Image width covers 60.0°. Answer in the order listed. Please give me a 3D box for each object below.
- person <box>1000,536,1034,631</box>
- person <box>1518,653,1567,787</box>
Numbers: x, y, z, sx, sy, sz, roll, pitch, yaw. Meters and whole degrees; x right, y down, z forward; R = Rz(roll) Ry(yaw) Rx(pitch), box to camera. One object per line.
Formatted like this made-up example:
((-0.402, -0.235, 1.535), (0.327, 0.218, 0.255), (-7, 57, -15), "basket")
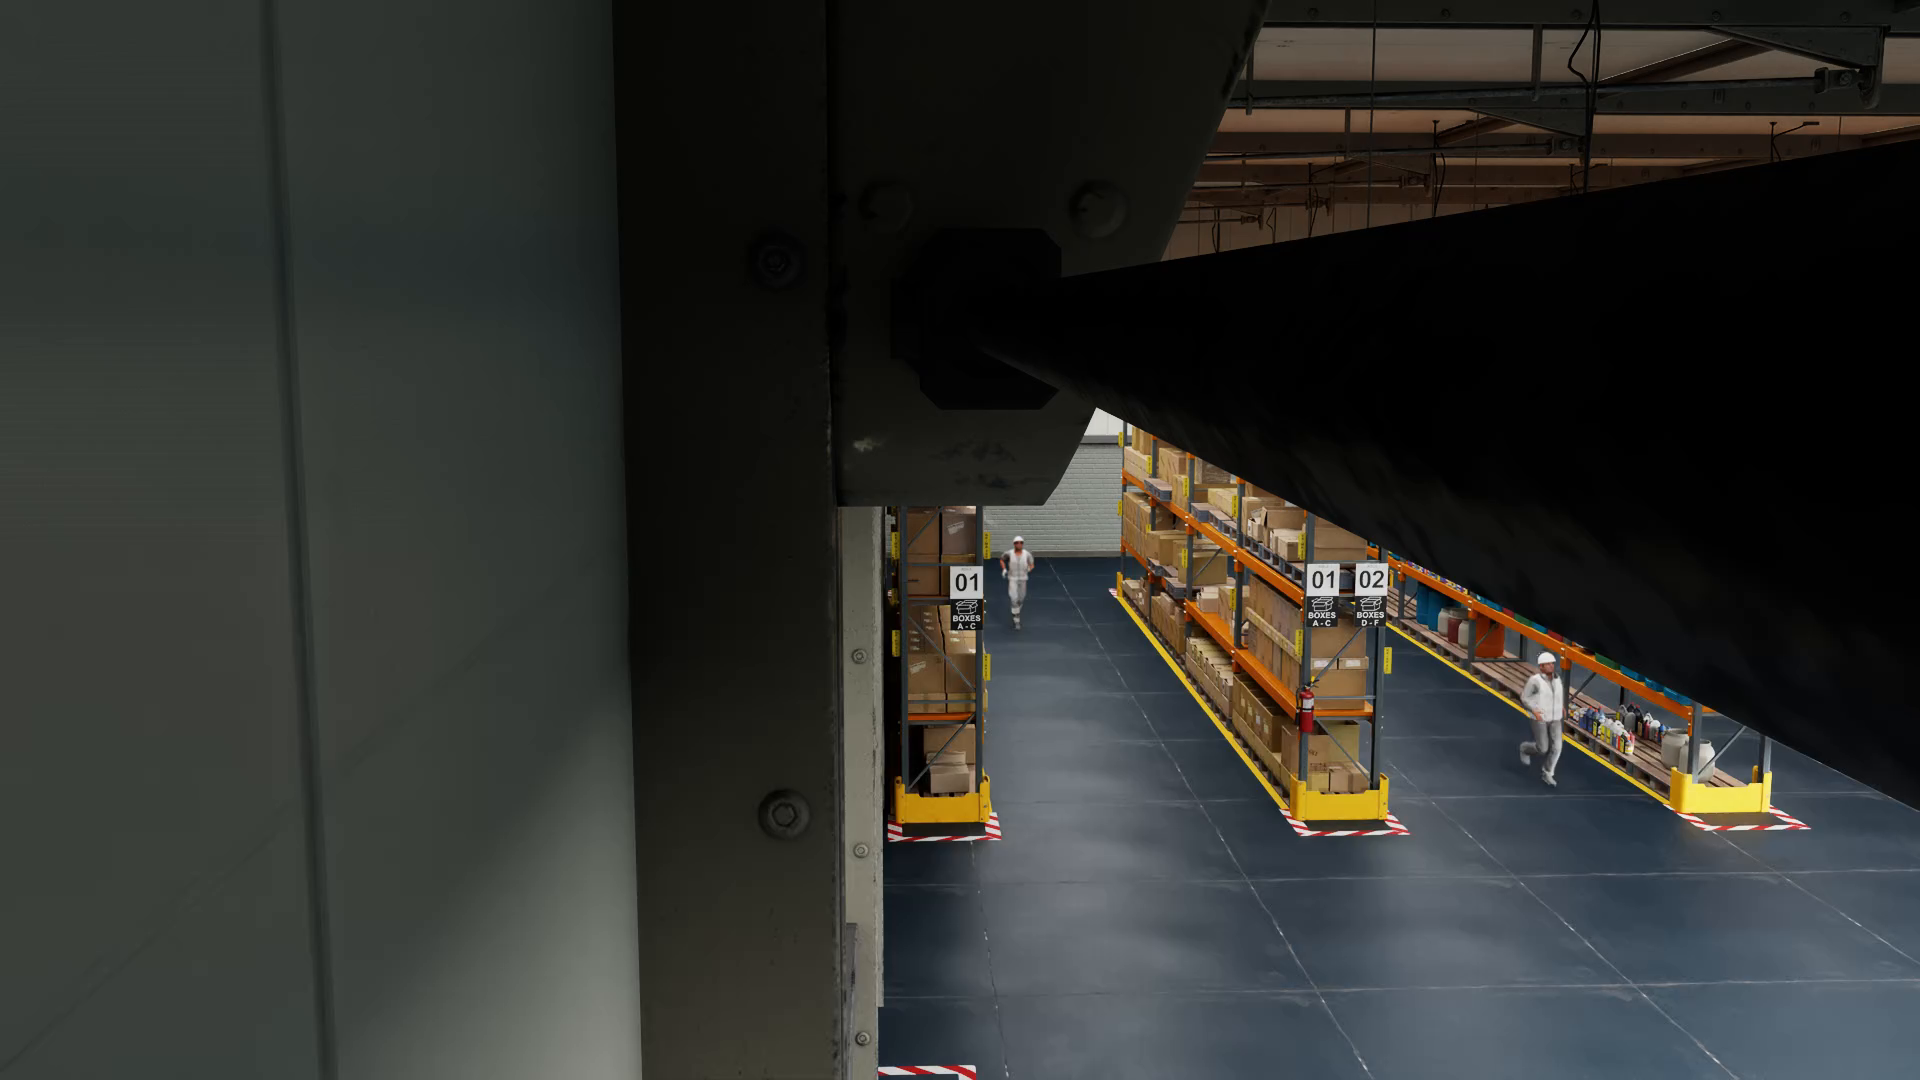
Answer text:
((1.143, 0.818, 32.845), (0.651, 1.805, 0.983), (-1, 8, -8), "person")
((7.820, 2.372, 22.243), (0.672, 1.754, 0.666), (-2, 8, -14), "person")
